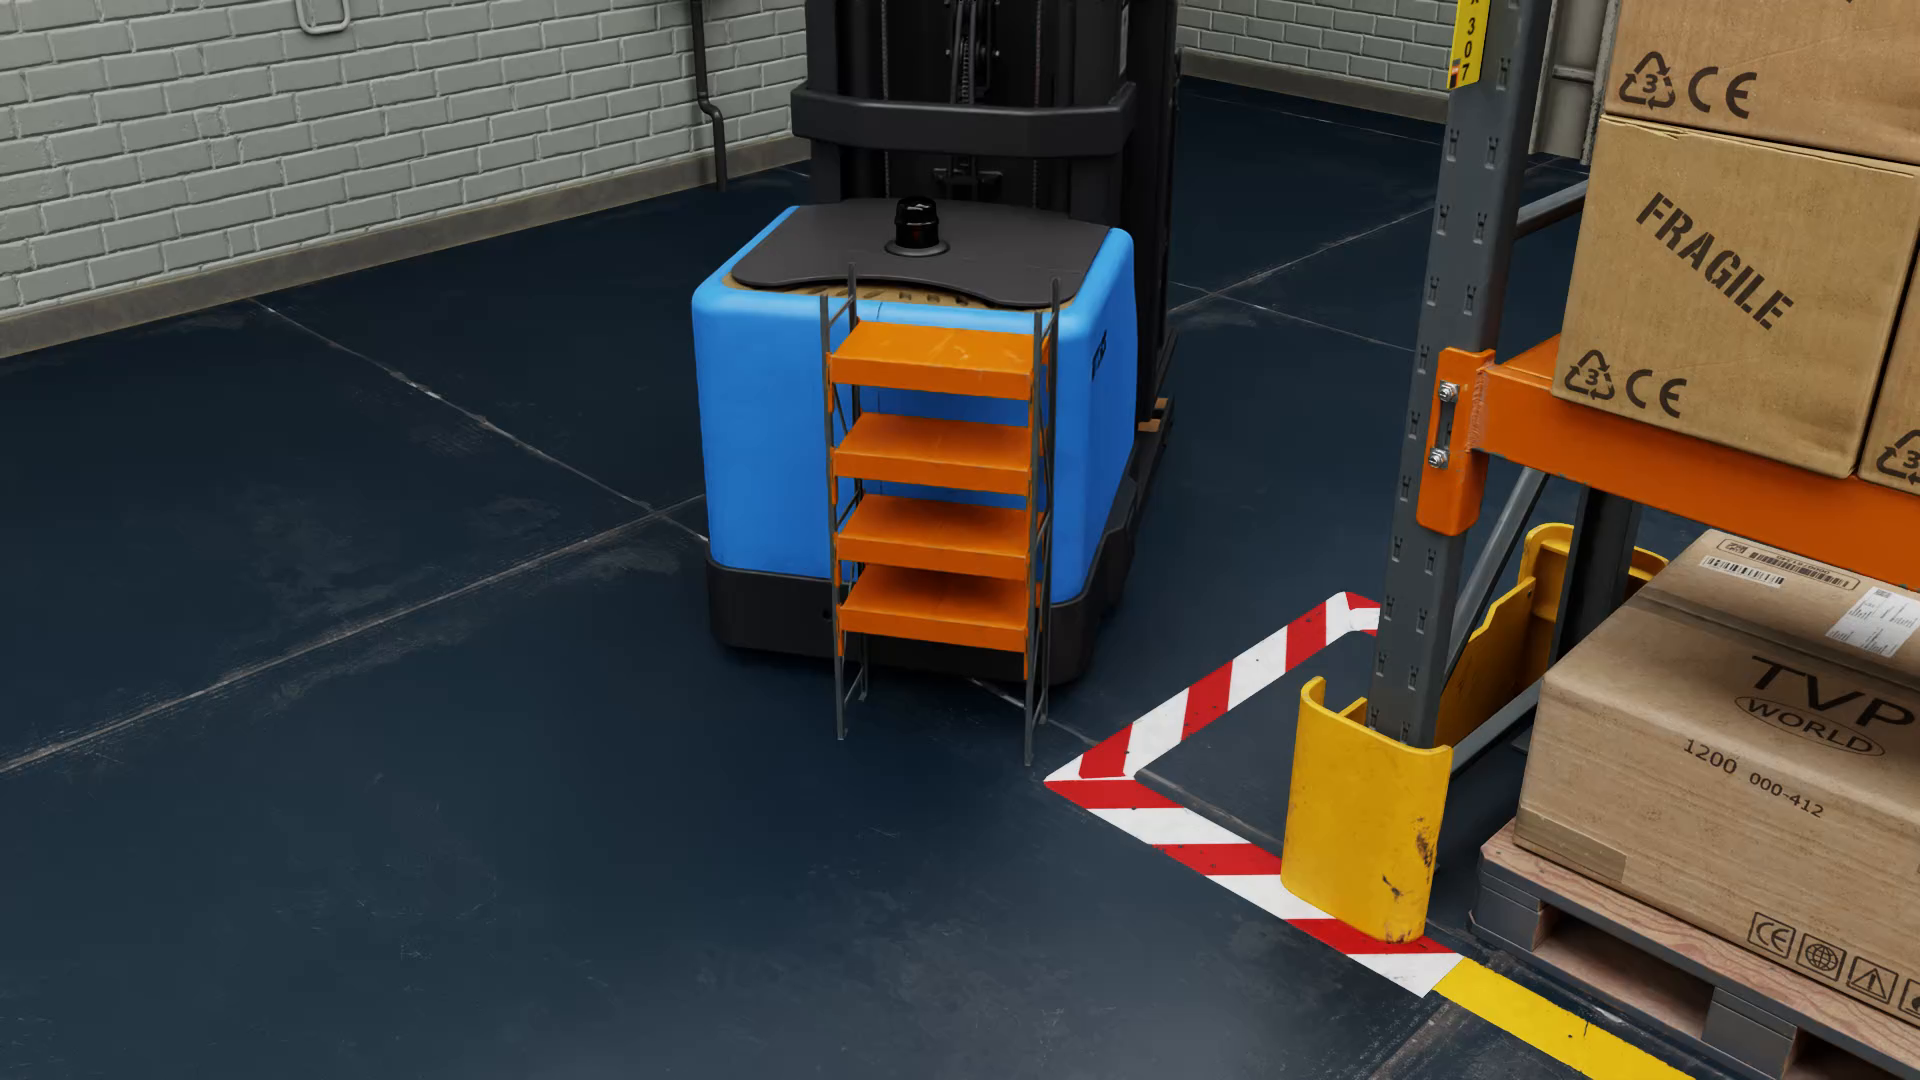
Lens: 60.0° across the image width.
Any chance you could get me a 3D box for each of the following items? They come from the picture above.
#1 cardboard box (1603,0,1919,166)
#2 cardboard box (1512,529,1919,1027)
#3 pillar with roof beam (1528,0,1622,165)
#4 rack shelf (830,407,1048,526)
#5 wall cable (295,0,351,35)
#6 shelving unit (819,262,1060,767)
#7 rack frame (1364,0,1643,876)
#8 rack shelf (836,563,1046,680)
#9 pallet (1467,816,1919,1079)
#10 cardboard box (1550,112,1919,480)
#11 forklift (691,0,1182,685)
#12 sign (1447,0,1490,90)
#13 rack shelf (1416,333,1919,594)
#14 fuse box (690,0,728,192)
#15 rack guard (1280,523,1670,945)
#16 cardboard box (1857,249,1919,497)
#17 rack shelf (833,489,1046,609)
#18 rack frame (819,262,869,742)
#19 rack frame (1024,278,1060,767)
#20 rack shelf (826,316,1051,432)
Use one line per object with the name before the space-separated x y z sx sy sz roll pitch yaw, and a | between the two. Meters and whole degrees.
cardboard box | 1.393 -0.919 2.594 0.500 0.500 0.500 24 36 37
cardboard box | 1.791 0.447 3.479 0.875 0.438 0.875 23 36 37
pillar with roof beam | 0.419 -4.738 4.591 0.400 9.000 9.100 25 36 38
rack shelf | -0.042 -0.180 3.967 0.480 0.148 0.258 6 28 12
wall cable | -2.786 -2.979 6.568 0.123 1.953 0.585 25 36 38
shelving unit | -0.042 -0.042 4.040 0.503 1.200 0.258 6 28 12
rack frame | 1.251 -0.684 3.327 0.127 3.000 1.000 25 36 38
rack shelf | -0.042 0.193 4.164 0.480 0.148 0.258 6 28 12
pallet | 1.876 0.786 3.529 1.213 0.211 1.003 25 36 38
cardboard box | 1.392 -0.476 2.825 0.500 0.500 0.500 24 36 38
forklift | 0.144 -1.583 5.110 1.130 2.935 3.031 6 28 12
sign | 0.857 -0.920 2.761 0.005 0.325 0.100 25 36 38
rack shelf | 2.677 0.287 2.254 4.000 0.370 1.077 25 36 38
fuse box | -1.210 -2.595 8.347 0.414 1.711 0.539 25 36 38
rack guard | 1.234 0.415 3.924 0.348 0.500 1.175 25 36 38
cardboard box | 1.772 -0.320 2.529 0.500 0.500 0.500 24 36 38
rack shelf | -0.042 0.018 4.071 0.480 0.148 0.258 6 28 12
rack frame | -0.279 -0.068 4.089 0.015 1.200 0.240 6 28 12
rack frame | 0.196 -0.016 3.990 0.015 1.200 0.240 6 28 12
rack shelf | -0.042 -0.389 3.856 0.480 0.148 0.258 6 28 12
